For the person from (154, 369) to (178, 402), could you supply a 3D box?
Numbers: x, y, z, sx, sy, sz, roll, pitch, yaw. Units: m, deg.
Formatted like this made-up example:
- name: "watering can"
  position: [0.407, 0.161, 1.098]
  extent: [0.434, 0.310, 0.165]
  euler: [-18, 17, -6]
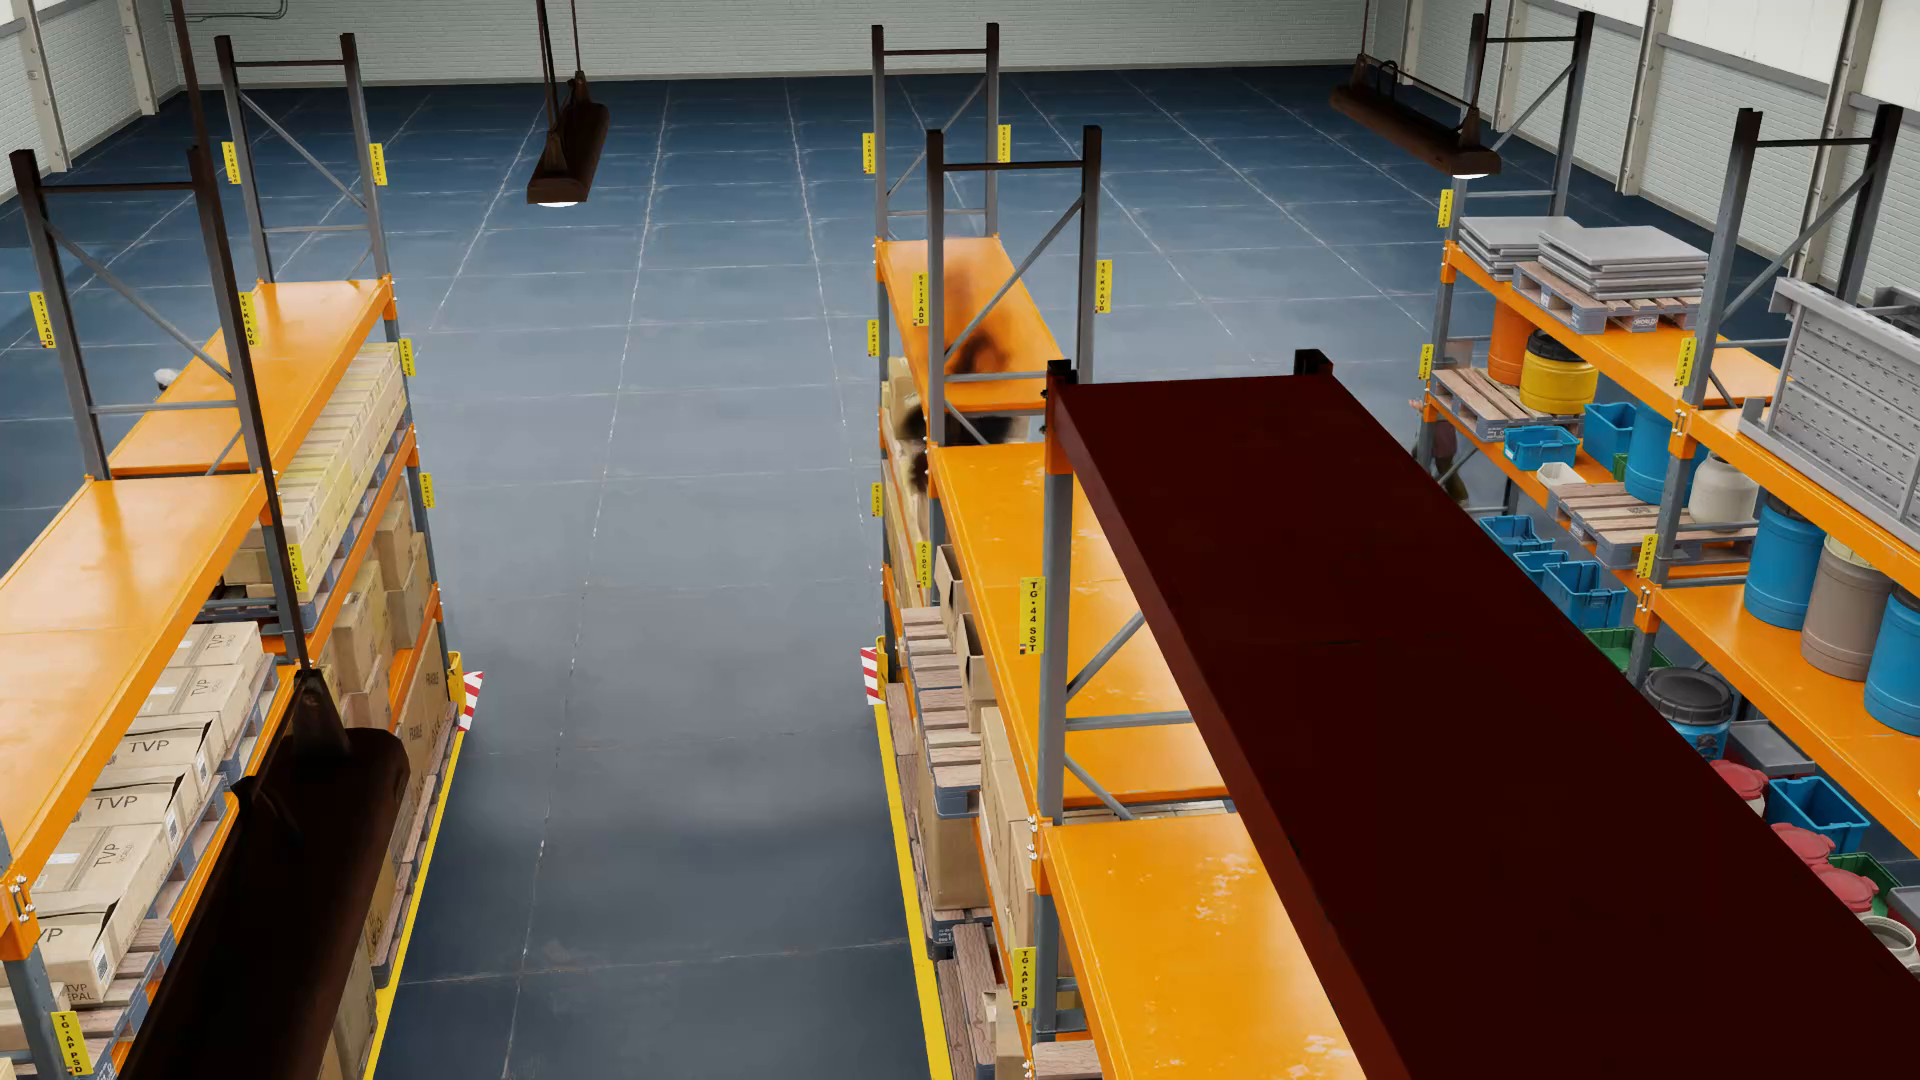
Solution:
- name: "person"
  position: [-8.964, -1.179, 19.053]
  extent: [0.539, 1.650, 0.551]
  euler: [15, 29, 28]

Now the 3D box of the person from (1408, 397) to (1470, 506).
- name: "person"
  position: [5.490, -1.189, 18.951]
  extent: [0.823, 1.840, 0.674]
  euler: [7, 26, 15]
